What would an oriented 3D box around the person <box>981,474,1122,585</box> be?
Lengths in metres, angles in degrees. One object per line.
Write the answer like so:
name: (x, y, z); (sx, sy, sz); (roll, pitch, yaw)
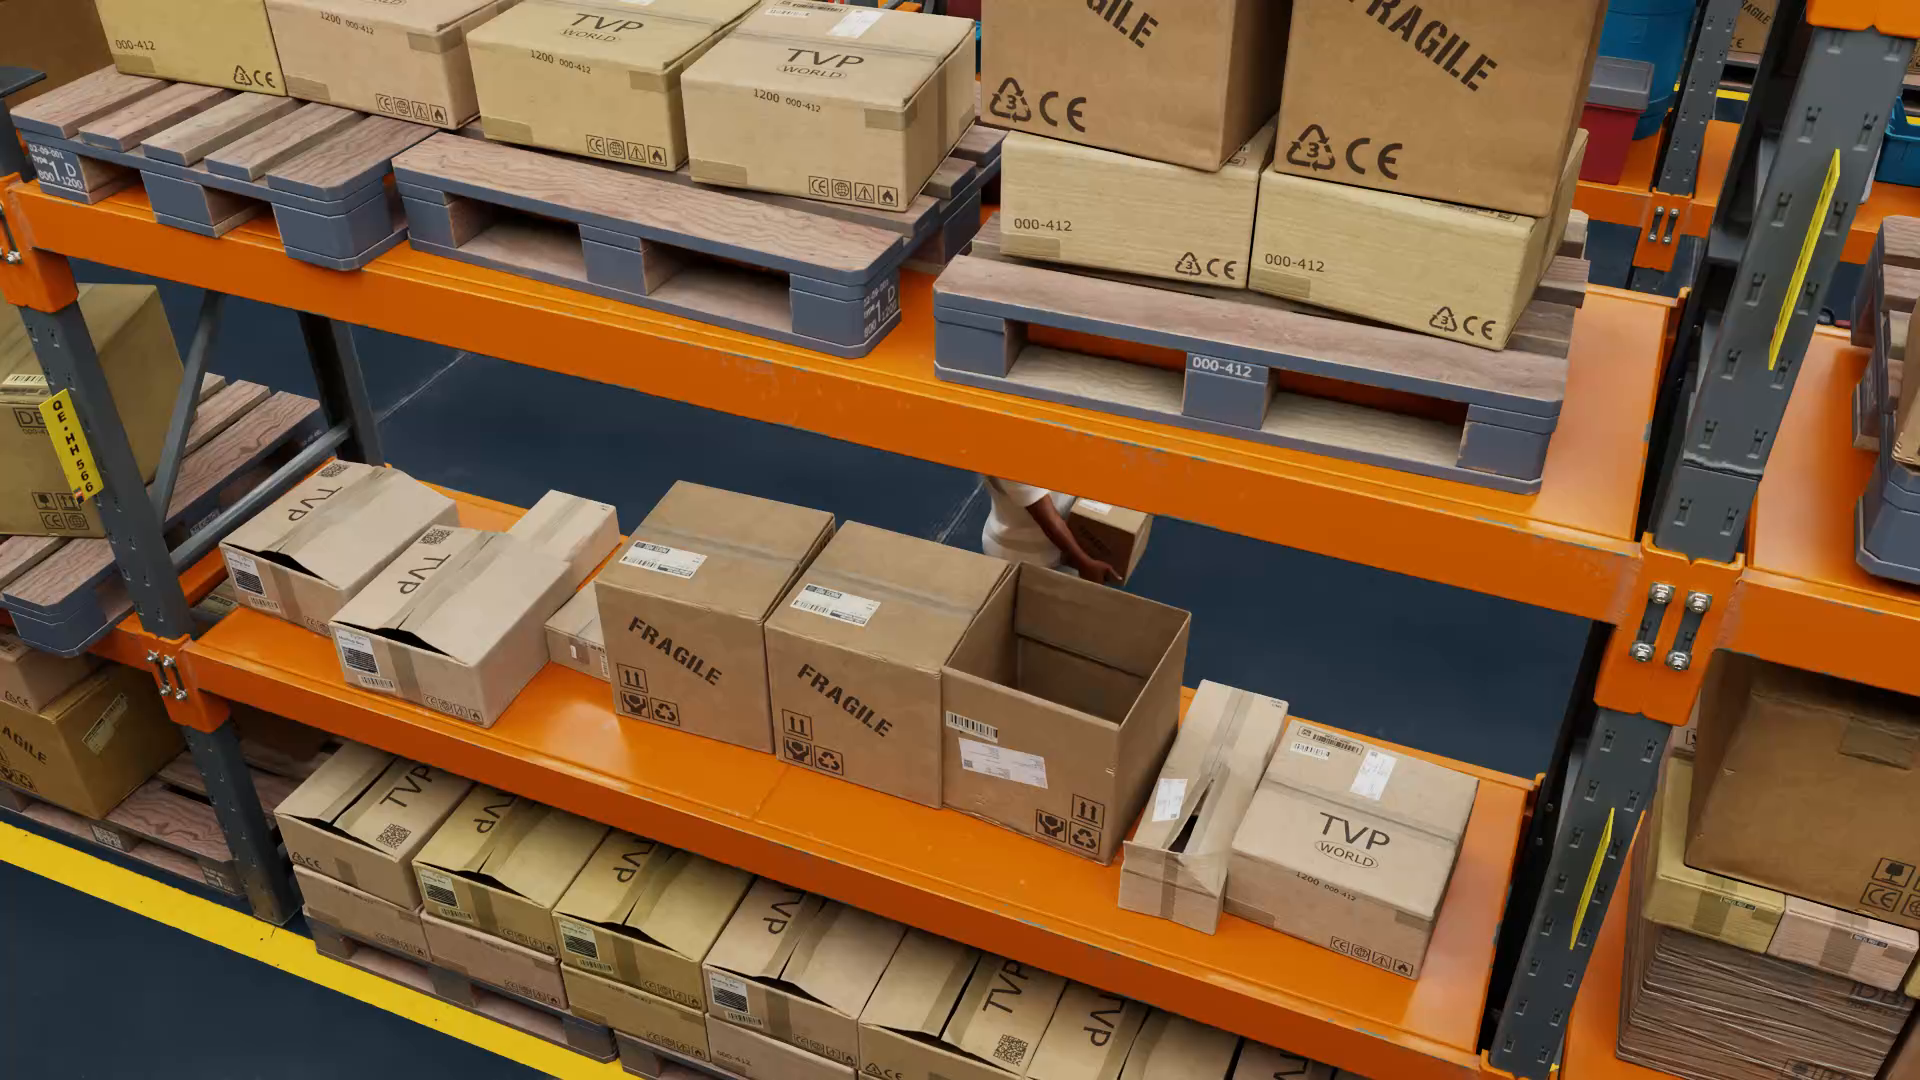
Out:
person: (0.367, 0.029, 6.097); (0.575, 1.760, 0.504); (15, 40, 19)
